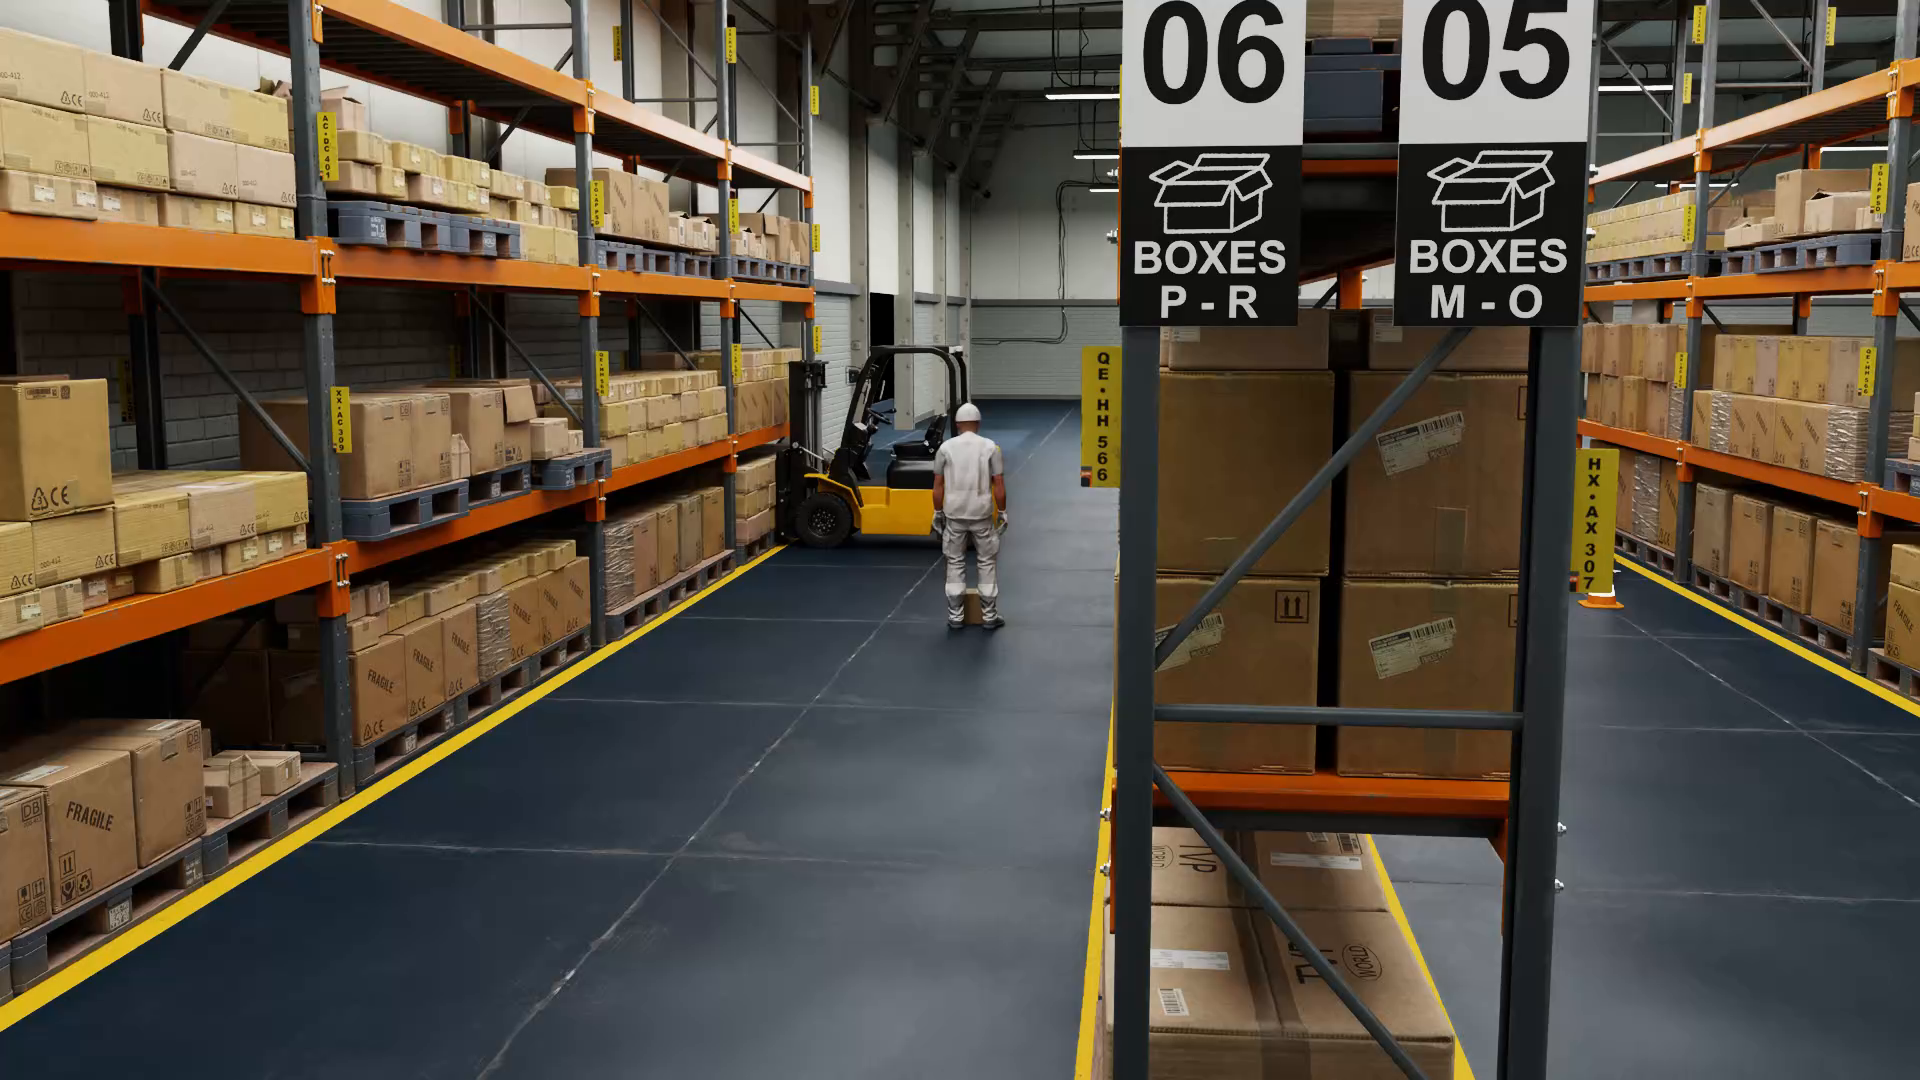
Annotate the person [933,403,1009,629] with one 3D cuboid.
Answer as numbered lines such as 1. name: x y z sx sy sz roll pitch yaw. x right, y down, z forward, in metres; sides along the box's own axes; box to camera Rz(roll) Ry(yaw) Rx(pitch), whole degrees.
1. person: 0.081 -0.190 13.175 0.607 1.780 0.449 1 8 6
